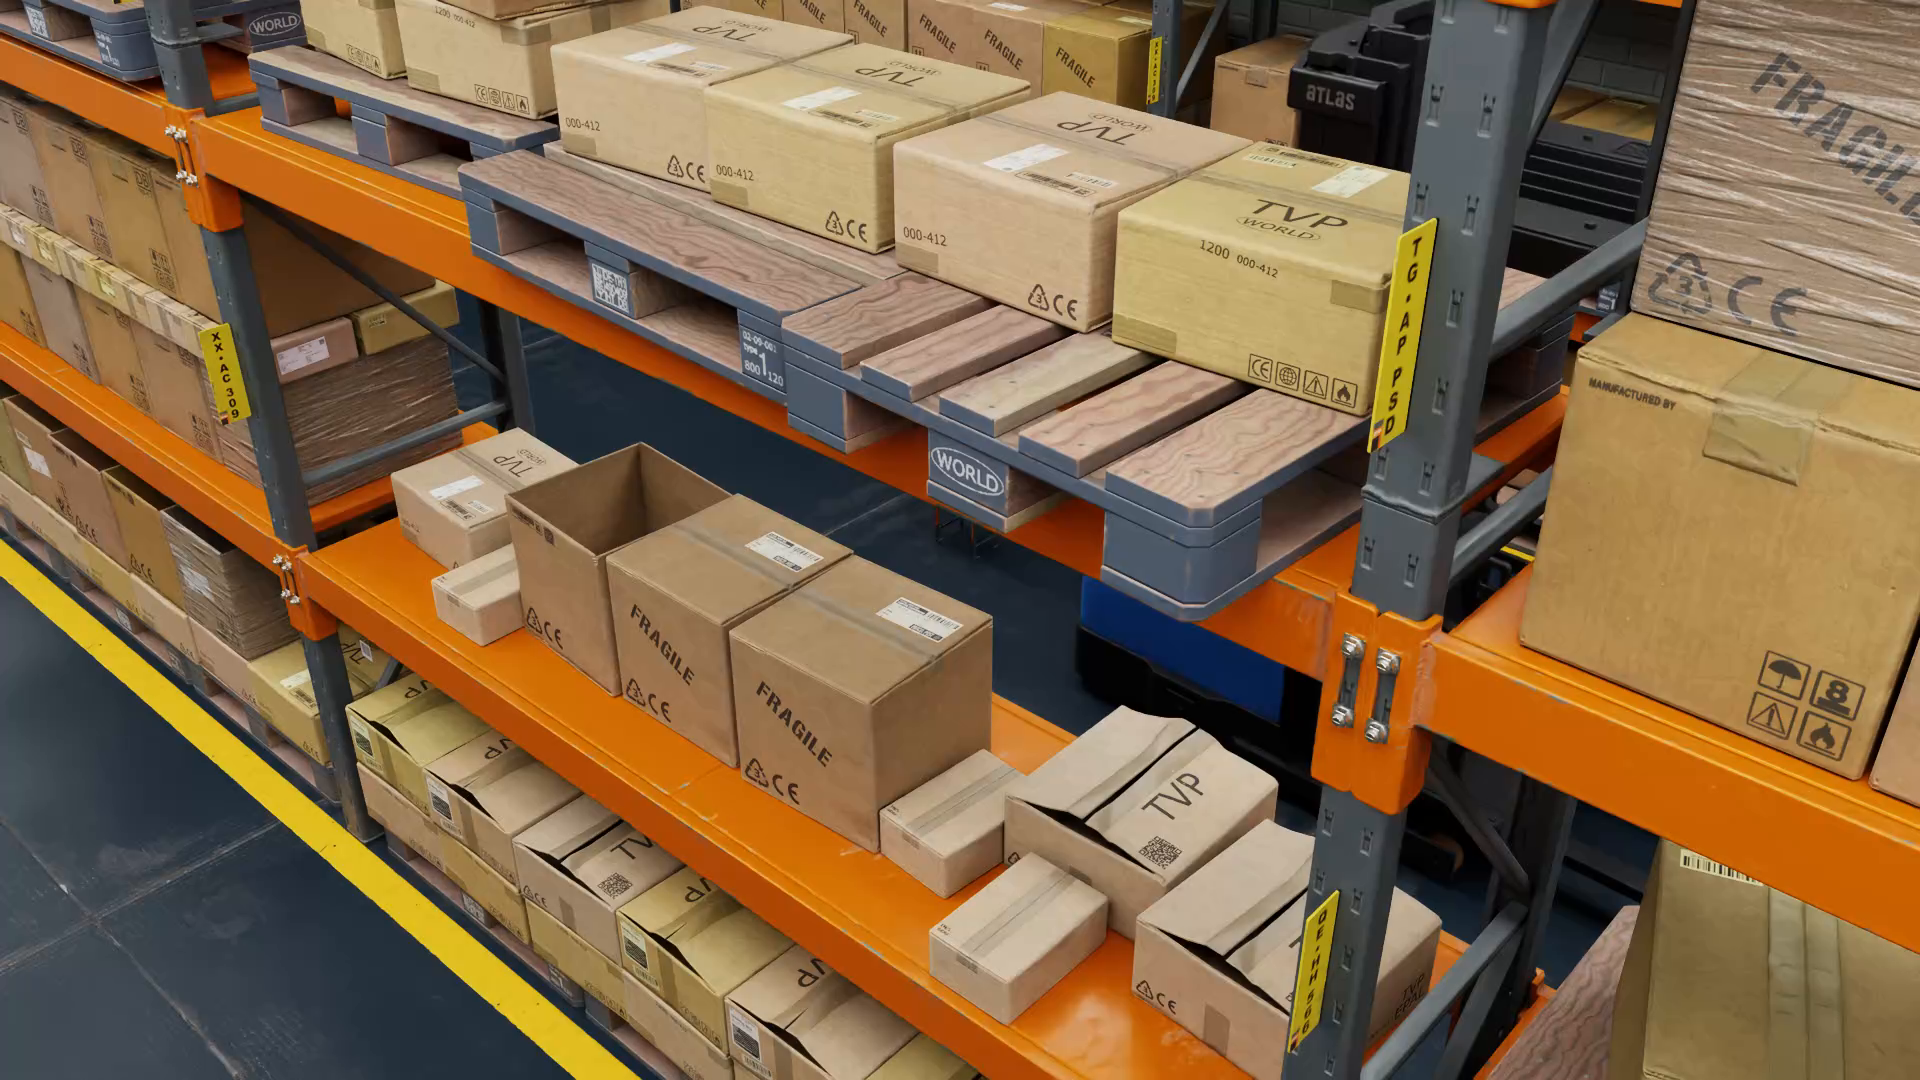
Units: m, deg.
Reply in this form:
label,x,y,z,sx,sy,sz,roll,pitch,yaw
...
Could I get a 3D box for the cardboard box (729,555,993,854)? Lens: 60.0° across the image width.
label,x,y,z,sx,sy,sz,roll,pitch,yaw
cardboard box,-0.260,0.433,4.526,0.500,0.500,0.500,23,38,33

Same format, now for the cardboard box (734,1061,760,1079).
label,x,y,z,sx,sy,sz,roll,pitch,yaw
cardboard box,-0.314,1.607,4.931,0.500,0.250,0.500,26,40,36

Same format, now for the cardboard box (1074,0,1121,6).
label,x,y,z,sx,sy,sz,roll,pitch,yaw
cardboard box,0.761,-2.919,9.589,0.500,0.500,0.500,25,39,35

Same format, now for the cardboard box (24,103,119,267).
label,x,y,z,sx,sy,sz,roll,pitch,yaw
cardboard box,-3.050,-1.432,6.366,0.500,0.500,0.700,25,39,35

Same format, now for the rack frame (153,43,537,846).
label,x,y,z,sx,sy,sz,roll,pitch,yaw
rack frame,-1.971,-0.334,5.897,0.127,3.000,1.000,25,39,35

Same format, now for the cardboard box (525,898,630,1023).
label,x,y,z,sx,sy,sz,roll,pitch,yaw
cardboard box,-1.074,1.254,5.518,0.500,0.250,0.500,24,38,34

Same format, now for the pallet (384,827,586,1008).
label,x,y,z,sx,sy,sz,roll,pitch,yaw
pallet,-1.398,1.100,6.218,1.213,0.211,1.003,25,39,35

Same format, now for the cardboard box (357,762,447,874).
label,x,y,z,sx,sy,sz,roll,pitch,yaw
cardboard box,-1.838,0.898,6.109,0.500,0.250,0.500,24,38,34

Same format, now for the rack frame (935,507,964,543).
label,x,y,z,sx,sy,sz,roll,pitch,yaw
rack frame,-0.051,-0.473,8.019,0.008,1.050,0.200,25,39,35

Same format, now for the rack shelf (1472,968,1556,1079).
label,x,y,z,sx,sy,sz,roll,pitch,yaw
rack shelf,2.478,2.050,2.633,4.000,0.370,1.077,25,39,35

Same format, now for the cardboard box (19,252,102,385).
label,x,y,z,sx,sy,sz,roll,pitch,yaw
cardboard box,-3.449,-1.060,7.006,0.500,0.500,0.700,26,40,36

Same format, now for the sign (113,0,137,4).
label,x,y,z,sx,sy,sz,roll,pitch,yaw
sign,-2.342,-1.662,4.616,0.005,0.325,0.100,25,39,35

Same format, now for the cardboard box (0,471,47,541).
label,x,y,z,sx,sy,sz,roll,pitch,yaw
cardboard box,-4.315,-0.278,8.063,0.500,0.250,0.500,25,39,35

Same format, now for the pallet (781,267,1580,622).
label,x,y,z,sx,sy,sz,roll,pitch,yaw
pallet,0.432,-0.355,3.206,1.003,0.211,1.213,27,40,37

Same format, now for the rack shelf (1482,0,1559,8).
label,x,y,z,sx,sy,sz,roll,pitch,yaw
rack shelf,2.478,-0.349,1.189,4.000,0.370,1.077,25,39,35

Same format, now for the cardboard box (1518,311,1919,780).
label,x,y,z,sx,sy,sz,roll,pitch,yaw
cardboard box,1.341,-0.140,2.569,0.500,0.500,0.910,25,39,35

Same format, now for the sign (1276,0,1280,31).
label,x,y,z,sx,sy,sz,roll,pitch,yaw
sign,1.720,-2.940,9.102,0.005,0.325,0.100,25,39,35

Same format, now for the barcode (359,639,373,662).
label,x,y,z,sx,sy,sz,roll,pitch,yaw
barcode,-2.061,0.384,5.770,0.075,0.075,0.001,25,39,35

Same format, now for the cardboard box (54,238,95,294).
label,x,y,z,sx,sy,sz,roll,pitch,yaw
cardboard box,-3.256,-1.107,6.455,0.250,0.149,0.380,26,40,36

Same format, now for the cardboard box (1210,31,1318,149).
label,x,y,z,sx,sy,sz,roll,pitch,yaw
cardboard box,1.705,-2.272,8.592,0.500,0.500,0.700,25,39,35

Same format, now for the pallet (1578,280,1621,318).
label,x,y,z,sx,sy,sz,roll,pitch,yaw
pallet,2.821,-1.433,7.908,1.213,0.211,1.003,25,39,35

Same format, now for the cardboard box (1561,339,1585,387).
label,x,y,z,sx,sy,sz,roll,pitch,yaw
cardboard box,2.982,-0.911,8.125,0.500,0.250,0.500,25,39,35

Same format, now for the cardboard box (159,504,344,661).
label,x,y,z,sx,sy,sz,roll,pitch,yaw
cardboard box,-2.824,0.088,6.727,0.500,0.500,0.500,25,39,35

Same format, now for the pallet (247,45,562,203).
label,x,y,z,sx,sy,sz,roll,pitch,yaw
pallet,-1.308,-1.237,4.674,1.217,0.209,0.805,23,38,33

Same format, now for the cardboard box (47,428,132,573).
label,x,y,z,sx,sy,sz,roll,pitch,yaw
cardboard box,-3.578,-0.251,7.291,0.500,0.500,0.500,25,39,35

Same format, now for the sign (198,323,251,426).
label,x,y,z,sx,sy,sz,roll,pitch,yaw
sign,-2.342,-0.526,5.300,0.005,0.325,0.100,25,39,35

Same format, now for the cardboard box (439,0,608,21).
label,x,y,z,sx,sy,sz,roll,pitch,yaw
cardboard box,-1.102,-1.640,4.168,0.500,0.500,0.500,-25,39,-35

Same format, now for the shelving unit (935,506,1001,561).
label,x,y,z,sx,sy,sz,roll,pitch,yaw
shelving unit,0.040,-0.431,7.948,0.252,1.050,0.215,25,39,35

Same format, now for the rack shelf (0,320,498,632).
label,x,y,z,sx,sy,sz,roll,pitch,yaw
rack shelf,-3.454,-0.718,7.233,4.000,0.370,1.077,25,39,35

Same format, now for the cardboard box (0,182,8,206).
label,x,y,z,sx,sy,sz,roll,pitch,yaw
cardboard box,-3.792,-1.779,6.941,0.500,0.500,0.700,25,39,35

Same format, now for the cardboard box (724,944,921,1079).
label,x,y,z,sx,sy,sz,roll,pitch,yaw
cardboard box,-0.321,1.368,4.785,0.500,0.311,0.500,25,39,35

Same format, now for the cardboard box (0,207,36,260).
label,x,y,z,sx,sy,sz,roll,pitch,yaw
cardboard box,-3.651,-1.289,6.757,0.250,0.149,0.380,25,39,36

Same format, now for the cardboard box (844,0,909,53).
label,x,y,z,sx,sy,sz,roll,pitch,yaw
cardboard box,-0.333,-3.070,9.840,0.500,0.500,0.500,26,40,36

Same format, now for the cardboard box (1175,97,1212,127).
label,x,y,z,sx,sy,sz,roll,pitch,yaw
cardboard box,1.146,-2.419,9.486,0.500,0.250,0.500,26,39,36

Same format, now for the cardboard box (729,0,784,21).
label,x,y,z,sx,sy,sz,roll,pitch,yaw
cardboard box,-1.103,-3.425,10.430,0.500,0.500,0.500,25,39,35

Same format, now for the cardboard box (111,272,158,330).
label,x,y,z,sx,sy,sz,roll,pitch,yaw
cardboard box,-2.889,-0.934,6.167,0.250,0.149,0.380,25,39,35

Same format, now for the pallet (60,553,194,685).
label,x,y,z,sx,sy,sz,roll,pitch,yaw
pallet,-3.441,0.147,7.801,1.213,0.211,1.003,25,39,35

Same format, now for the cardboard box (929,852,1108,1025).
label,x,y,z,sx,sy,sz,roll,pitch,yaw
cardboard box,0.143,0.952,4.004,0.250,0.149,0.380,25,39,35

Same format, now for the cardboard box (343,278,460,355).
label,x,y,z,sx,sy,sz,roll,pitch,yaw
cardboard box,-2.040,-0.822,5.982,0.250,0.149,0.380,25,39,35

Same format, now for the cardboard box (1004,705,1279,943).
label,x,y,z,sx,sy,sz,roll,pitch,yaw
cardboard box,0.462,0.705,4.258,0.500,0.311,0.500,25,39,35

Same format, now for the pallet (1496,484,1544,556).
label,x,y,z,sx,sy,sz,roll,pitch,yaw
pallet,2.838,-0.344,8.617,1.213,0.211,1.003,25,39,35

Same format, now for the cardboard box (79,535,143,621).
label,x,y,z,sx,sy,sz,roll,pitch,yaw
cardboard box,-3.577,0.070,7.485,0.500,0.250,0.500,25,39,35

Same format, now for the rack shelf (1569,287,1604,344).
label,x,y,z,sx,sy,sz,roll,pitch,yaw
rack shelf,2.834,-1.230,8.082,4.000,0.370,1.077,25,39,35

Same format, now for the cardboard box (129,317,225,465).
label,x,y,z,sx,sy,sz,roll,pitch,yaw
cardboard box,-2.699,-0.708,6.422,0.500,0.500,0.700,25,39,35

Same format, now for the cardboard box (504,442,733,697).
label,x,y,z,sx,sy,sz,roll,pitch,yaw
cardboard box,-1.022,0.077,5.117,0.500,0.500,0.500,-26,40,-36

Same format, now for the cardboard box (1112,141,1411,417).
label,x,y,z,sx,sy,sz,roll,pitch,yaw
cardboard box,0.621,-0.486,2.979,0.500,0.250,0.500,22,37,32

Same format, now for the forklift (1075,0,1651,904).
label,x,y,z,sx,sy,sz,roll,pitch,yaw
forklift,1.915,-0.307,5.918,3.031,2.935,1.130,26,40,36

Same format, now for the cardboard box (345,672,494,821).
label,x,y,z,sx,sy,sz,roll,pitch,yaw
cardboard box,-1.831,0.662,5.958,0.500,0.311,0.500,25,39,35

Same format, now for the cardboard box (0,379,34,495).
label,x,y,z,sx,sy,sz,roll,pitch,yaw
cardboard box,-4.316,-0.599,7.868,0.500,0.500,0.500,25,39,35

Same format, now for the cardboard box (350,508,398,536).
label,x,y,z,sx,sy,sz,roll,pitch,yaw
cardboard box,-2.104,0.062,6.770,0.500,0.500,0.500,25,39,35

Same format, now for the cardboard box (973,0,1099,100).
label,x,y,z,sx,sy,sz,roll,pitch,yaw
cardboard box,0.419,-2.711,9.245,0.500,0.500,0.500,25,39,35

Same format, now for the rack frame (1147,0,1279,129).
label,x,y,z,sx,sy,sz,roll,pitch,yaw
rack frame,1.351,-2.230,9.046,0.127,3.000,1.000,25,39,35

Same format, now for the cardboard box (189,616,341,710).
label,x,y,z,sx,sy,sz,roll,pitch,yaw
cardboard box,-2.825,0.410,6.920,0.500,0.250,0.500,25,39,35

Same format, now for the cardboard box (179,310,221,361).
label,x,y,z,sx,sy,sz,roll,pitch,yaw
cardboard box,-2.498,-0.754,5.868,0.250,0.149,0.380,24,39,34

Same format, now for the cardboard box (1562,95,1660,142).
label,x,y,z,sx,sy,sz,roll,pitch,yaw
cardboard box,3.022,-1.658,7.573,0.500,0.500,0.700,25,39,35

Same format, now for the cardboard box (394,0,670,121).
label,x,y,z,sx,sy,sz,roll,pitch,yaw
cardboard box,-1.111,-1.329,4.380,0.500,0.250,0.500,21,37,31

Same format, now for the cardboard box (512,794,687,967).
label,x,y,z,sx,sy,sz,roll,pitch,yaw
cardboard box,-1.079,1.016,5.370,0.500,0.311,0.500,24,38,34

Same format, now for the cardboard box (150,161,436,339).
label,x,y,z,sx,sy,sz,roll,pitch,yaw
cardboard box,-2.304,-1.084,5.788,0.500,0.500,0.700,25,39,35

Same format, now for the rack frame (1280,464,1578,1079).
label,x,y,z,sx,sy,sz,roll,pitch,yaw
rack frame,0.995,1.050,3.598,0.127,3.000,1.000,25,39,35

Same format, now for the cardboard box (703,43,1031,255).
label,x,y,z,sx,sy,sz,roll,pitch,yaw
cardboard box,-0.196,-0.863,3.605,0.500,0.250,0.500,24,39,34
